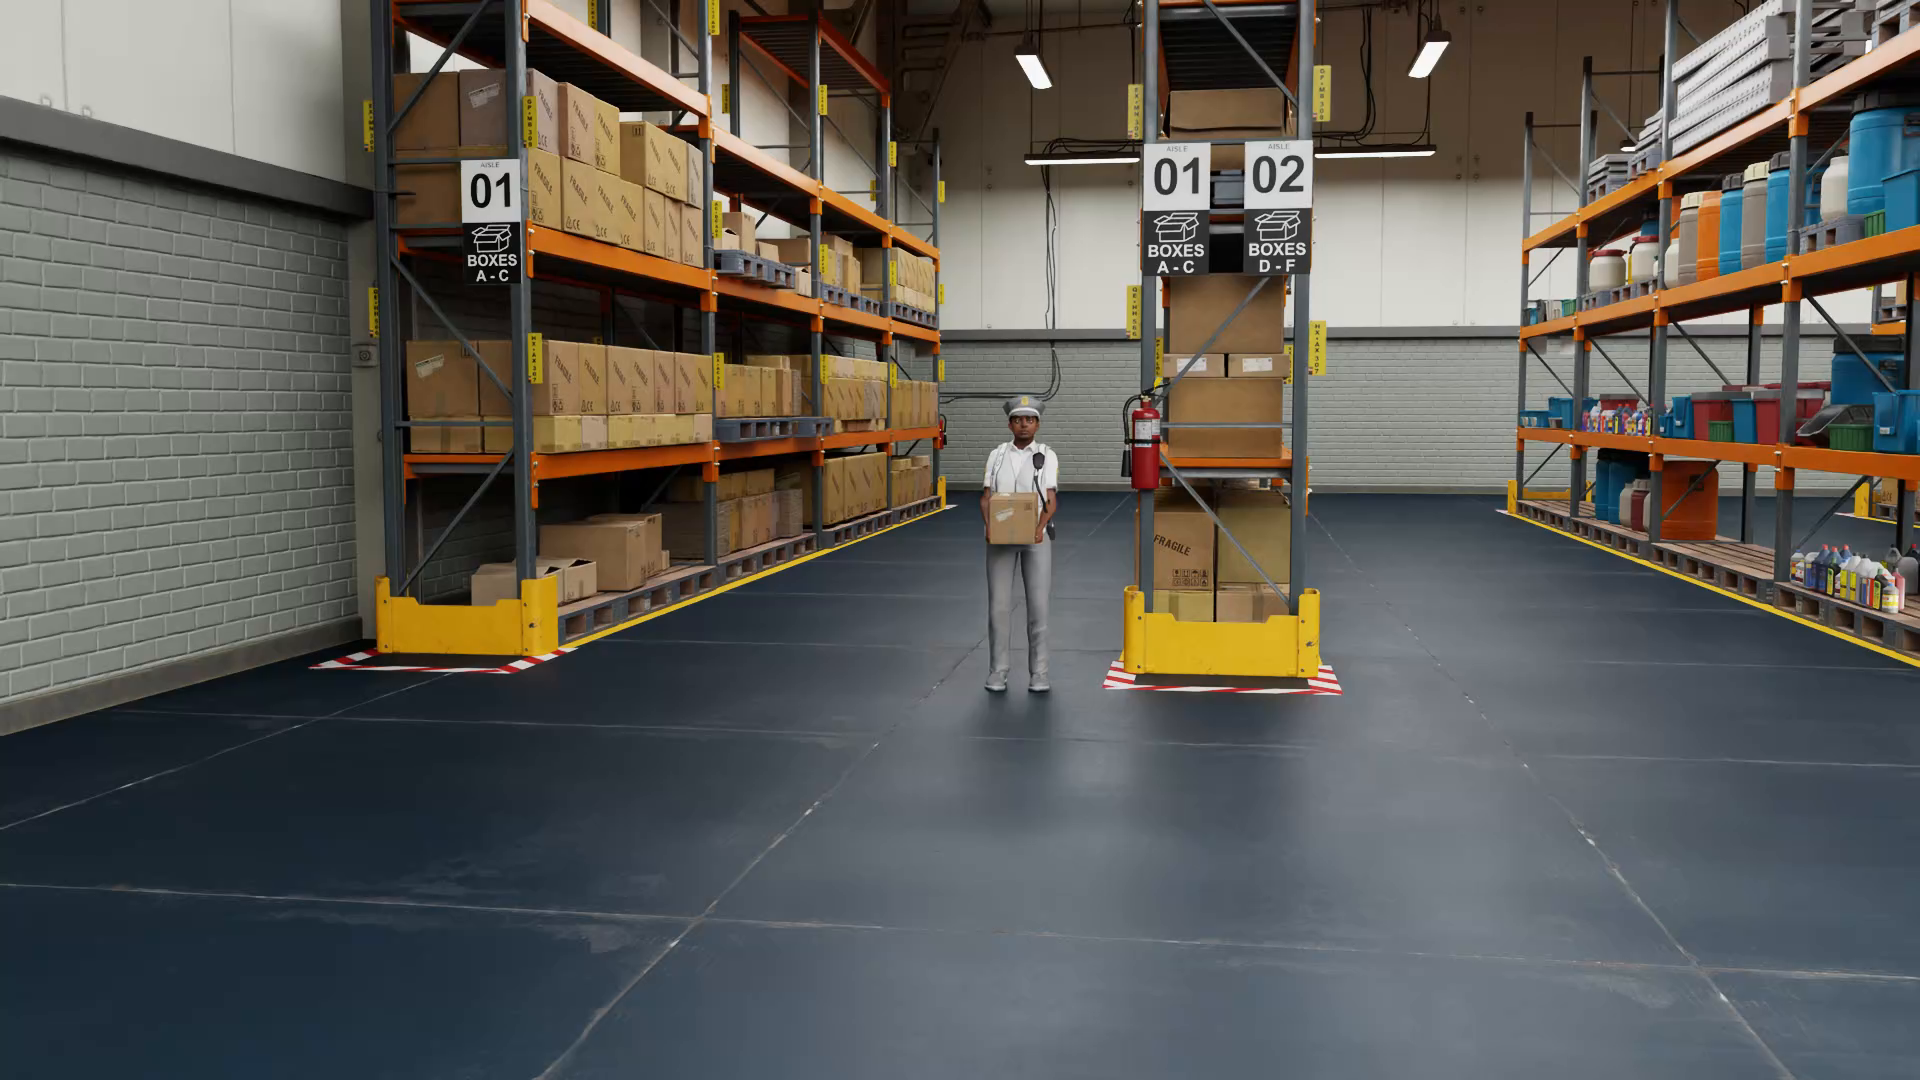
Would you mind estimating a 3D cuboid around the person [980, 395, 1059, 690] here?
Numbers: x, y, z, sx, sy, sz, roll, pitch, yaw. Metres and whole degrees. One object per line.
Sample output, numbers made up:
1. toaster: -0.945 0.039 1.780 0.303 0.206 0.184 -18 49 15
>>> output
1. person: 0.333 0.017 9.514 0.450 1.688 0.535 1 5 7
